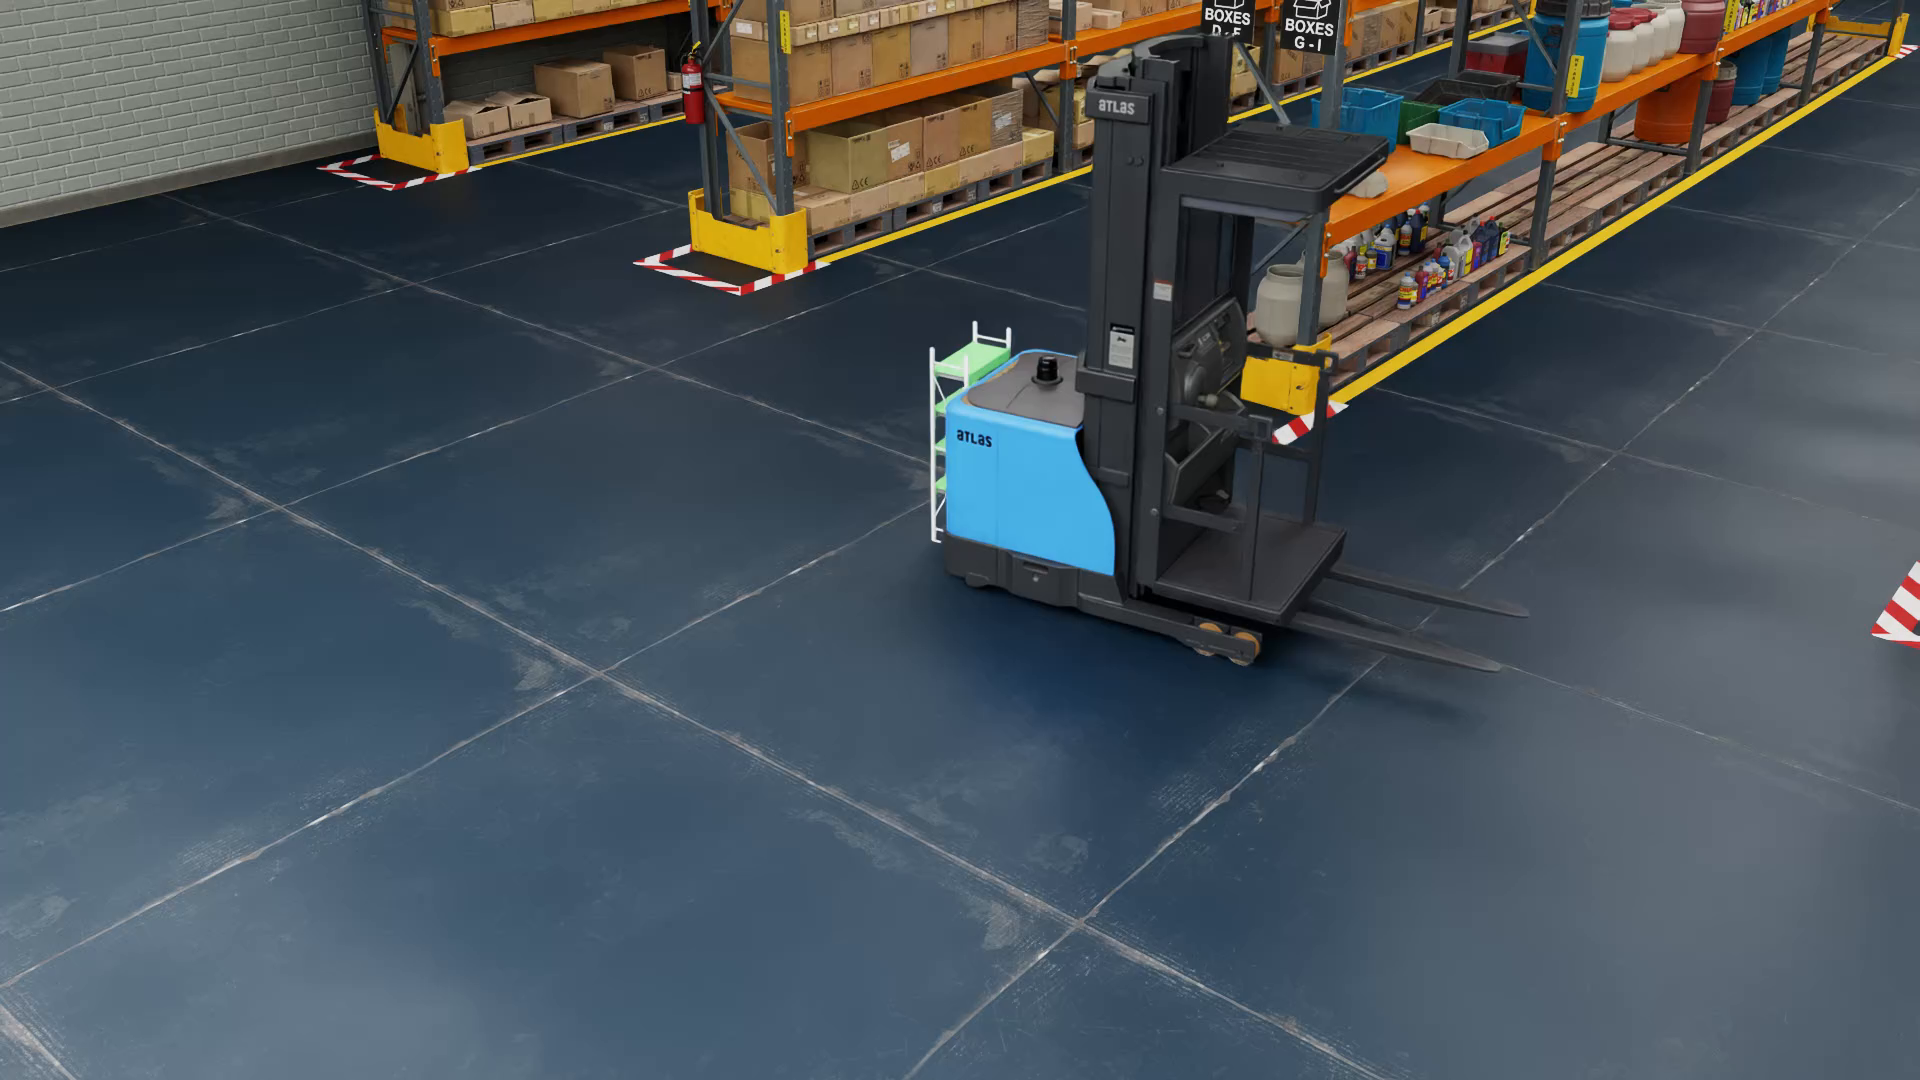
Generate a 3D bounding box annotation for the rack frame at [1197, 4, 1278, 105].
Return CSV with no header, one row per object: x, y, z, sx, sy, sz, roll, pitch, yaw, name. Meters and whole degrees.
3.264,-6.650,19.339,1.000,3.000,0.127,21,34,34,rack frame

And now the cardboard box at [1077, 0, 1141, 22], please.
1.556,-5.730,17.453,0.500,0.500,0.500,24,36,38,cardboard box

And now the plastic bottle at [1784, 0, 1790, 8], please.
8.988,-5.973,18.167,0.152,0.276,0.135,21,34,34,plastic bottle

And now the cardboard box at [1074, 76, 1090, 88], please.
1.497,-4.695,17.487,0.500,0.311,0.500,20,34,34,cardboard box

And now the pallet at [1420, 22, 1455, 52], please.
6.246,-7.072,23.192,1.003,0.211,1.213,21,34,34,pallet

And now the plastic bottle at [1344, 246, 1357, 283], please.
3.089,-2.183,13.182,0.061,0.283,0.133,21,34,34,plastic bottle

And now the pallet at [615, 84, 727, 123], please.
-3.505,-5.191,19.554,1.003,0.211,1.213,21,34,34,pallet

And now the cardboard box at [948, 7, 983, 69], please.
-0.210,-4.751,15.560,0.700,0.500,0.500,21,34,35,cardboard box

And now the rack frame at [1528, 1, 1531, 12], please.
8.353,-9.486,24.822,1.000,3.000,0.127,21,34,34,rack frame

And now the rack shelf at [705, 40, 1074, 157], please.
-0.552,-4.203,15.392,1.077,0.370,4.000,21,34,34,rack shelf

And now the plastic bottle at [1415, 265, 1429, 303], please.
3.547,-1.980,12.790,0.061,0.283,0.133,21,34,35,plastic bottle

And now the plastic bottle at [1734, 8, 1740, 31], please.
7.853,-5.311,16.878,0.061,0.283,0.133,21,34,34,plastic bottle

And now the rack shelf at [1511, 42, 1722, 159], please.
5.812,-4.172,15.333,1.077,0.370,4.000,21,34,34,rack shelf

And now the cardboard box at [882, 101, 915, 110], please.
-0.769,-3.924,15.791,0.500,0.500,0.500,21,34,34,cardboard box

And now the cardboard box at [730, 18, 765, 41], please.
-1.728,-4.337,14.054,0.380,0.149,0.250,20,33,34,cardboard box

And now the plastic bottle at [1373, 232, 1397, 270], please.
3.446,-2.351,13.516,0.152,0.276,0.135,21,34,34,plastic bottle

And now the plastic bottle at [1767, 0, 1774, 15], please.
8.595,-5.785,17.721,0.144,0.351,0.185,21,34,34,plastic bottle

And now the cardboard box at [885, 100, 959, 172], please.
-0.356,-3.768,15.488,0.500,0.500,0.500,21,34,34,cardboard box

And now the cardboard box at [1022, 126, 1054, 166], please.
0.593,-3.968,16.692,0.500,0.250,0.500,21,34,34,cardboard box

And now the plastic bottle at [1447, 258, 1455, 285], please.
3.864,-2.133,13.176,0.097,0.201,0.097,0,27,0,plastic bottle

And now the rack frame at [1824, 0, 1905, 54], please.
12.172,-8.037,22.021,1.000,3.000,0.127,21,34,34,rack frame

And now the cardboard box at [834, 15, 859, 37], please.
-1.083,-4.404,14.184,0.380,0.149,0.250,21,34,35,cardboard box

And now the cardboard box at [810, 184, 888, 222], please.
-0.996,-3.082,14.978,0.500,0.250,0.500,21,34,34,cardboard box

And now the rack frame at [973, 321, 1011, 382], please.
0.183,-0.698,9.793,0.240,1.200,0.015,15,31,26,rack frame

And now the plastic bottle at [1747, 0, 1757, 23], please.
8.229,-5.529,17.312,0.097,0.271,0.097,0,27,0,plastic bottle

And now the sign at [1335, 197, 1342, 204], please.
2.417,-2.325,10.678,0.100,0.325,0.005,21,34,34,sign

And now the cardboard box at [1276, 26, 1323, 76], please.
4.103,-6.000,20.325,0.500,0.500,0.500,19,33,33,cardboard box

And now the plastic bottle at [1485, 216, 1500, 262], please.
4.352,-2.489,13.700,0.144,0.351,0.185,20,33,33,plastic bottle

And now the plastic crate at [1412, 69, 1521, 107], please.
4.109,-3.606,13.524,0.767,0.338,0.504,21,34,34,plastic crate

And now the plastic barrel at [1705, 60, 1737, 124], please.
8.100,-4.895,18.115,0.600,0.588,0.708,21,34,34,plastic barrel

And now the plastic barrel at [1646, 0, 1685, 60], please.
6.594,-4.823,15.687,0.421,0.512,0.421,0,27,0,plastic barrel

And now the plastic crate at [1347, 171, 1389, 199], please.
2.813,-2.470,11.548,0.298,0.136,0.250,21,34,34,plastic crate

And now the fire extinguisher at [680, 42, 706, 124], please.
-2.258,-3.873,14.056,0.296,0.674,0.183,21,34,34,fire extinguisher

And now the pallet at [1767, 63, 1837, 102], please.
10.066,-5.652,20.446,1.003,0.211,1.213,21,34,34,pallet

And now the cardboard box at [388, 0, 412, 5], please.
-5.513,-5.764,16.953,0.500,0.500,0.500,20,34,34,cardboard box

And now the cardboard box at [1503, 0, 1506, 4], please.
7.870,-8.041,24.633,0.380,0.166,0.250,21,34,34,cardboard box

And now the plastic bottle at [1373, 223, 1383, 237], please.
3.449,-2.493,13.782,0.061,0.283,0.133,23,35,37,plastic bottle

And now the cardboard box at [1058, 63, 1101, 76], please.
1.402,-5.036,18.145,0.500,0.311,0.500,21,34,34,cardboard box

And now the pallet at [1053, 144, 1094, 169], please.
1.158,-4.265,17.765,1.003,0.211,1.213,21,34,34,pallet

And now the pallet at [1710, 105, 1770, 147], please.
8.329,-4.684,18.575,1.003,0.211,1.213,21,34,34,pallet

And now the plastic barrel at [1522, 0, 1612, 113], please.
5.019,-4.053,13.775,0.600,0.901,0.708,21,34,34,plastic barrel

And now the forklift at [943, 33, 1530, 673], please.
1.447,-0.940,8.377,3.031,2.935,1.130,14,31,26,forklift

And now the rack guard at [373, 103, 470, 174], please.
-5.601,-4.176,17.279,1.175,0.500,0.348,21,34,34,rack guard

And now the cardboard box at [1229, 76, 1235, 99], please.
2.793,-5.173,19.021,0.500,0.250,0.500,20,34,34,cardboard box

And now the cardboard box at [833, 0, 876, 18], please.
-1.154,-4.802,14.248,0.700,0.500,0.500,20,33,33,cardboard box

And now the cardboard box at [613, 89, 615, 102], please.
-4.138,-5.046,18.863,0.380,0.149,0.250,18,32,30,cardboard box

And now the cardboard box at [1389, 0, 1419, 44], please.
5.716,-6.894,22.054,0.500,0.500,0.500,21,34,34,cardboard box

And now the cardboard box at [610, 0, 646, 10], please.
-3.804,-6.006,18.238,0.500,0.250,0.500,21,34,34,cardboard box

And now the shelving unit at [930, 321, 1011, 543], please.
0.062,-0.600,9.604,0.258,1.200,0.503,15,31,26,shelving unit

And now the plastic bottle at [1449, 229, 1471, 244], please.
4.100,-2.422,13.652,0.152,0.276,0.135,21,34,34,plastic bottle

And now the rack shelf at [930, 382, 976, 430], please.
0.062,-0.757,9.523,0.258,0.148,0.480,15,31,26,rack shelf

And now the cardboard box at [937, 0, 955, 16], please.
-0.263,-4.860,15.065,0.380,0.149,0.250,22,35,36,cardboard box
